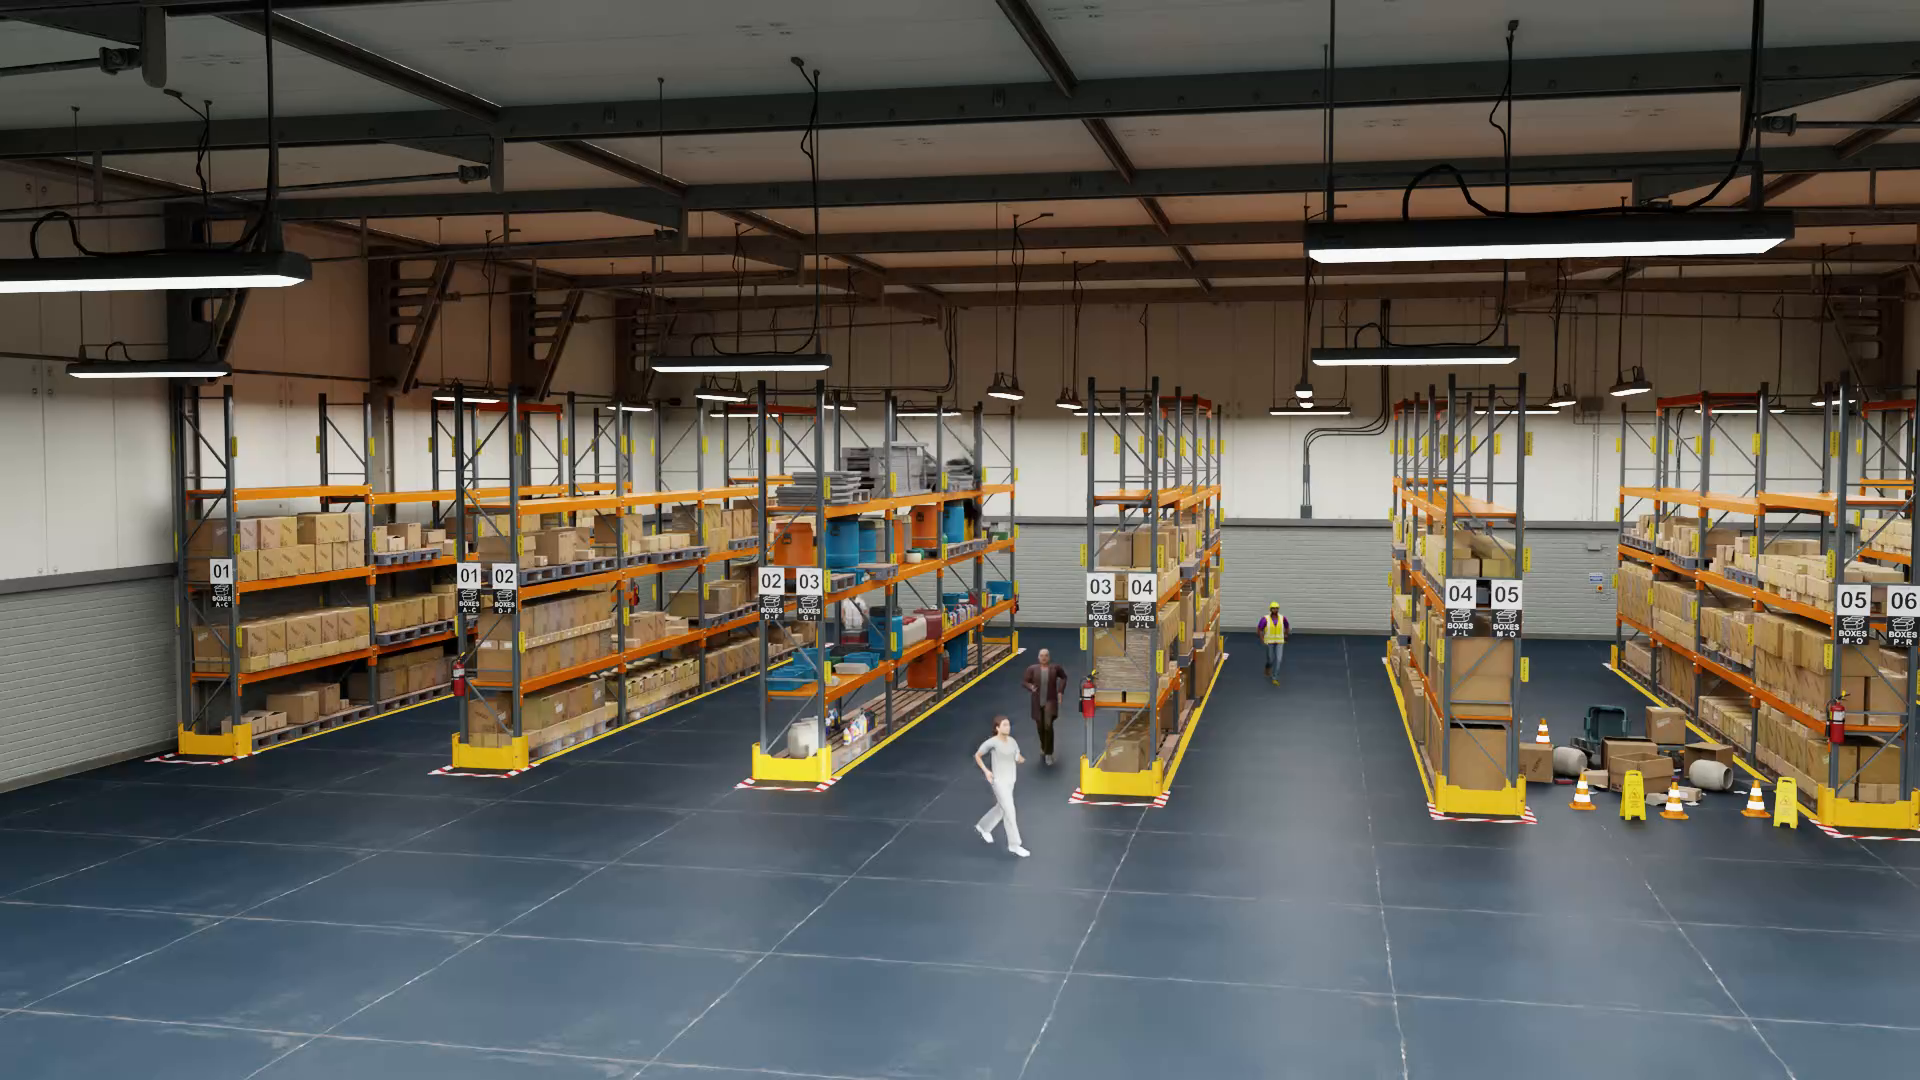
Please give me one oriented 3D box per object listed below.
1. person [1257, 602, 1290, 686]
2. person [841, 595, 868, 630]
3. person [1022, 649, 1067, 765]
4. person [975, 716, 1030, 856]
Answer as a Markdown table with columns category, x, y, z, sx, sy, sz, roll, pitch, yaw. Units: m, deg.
| category | x | y | z | sx | sy | sz | roll | pitch | yaw |
| --- | --- | --- | --- | --- | --- | --- | --- | --- | --- |
| person | 6.646 | 2.179 | 35.183 | 0.700 | 1.740 | 0.733 | 0 | 3 | 1 |
| person | -2.496 | 1.961 | 38.993 | 0.663 | 1.763 | 0.753 | 0 | 3 | 2 |
| person | 1.329 | 2.646 | 26.482 | 0.684 | 1.844 | 0.848 | 1 | 3 | 12 |
| person | 0.520 | 2.992 | 20.505 | 0.961 | 1.664 | 0.561 | 3 | 4 | 43 |
